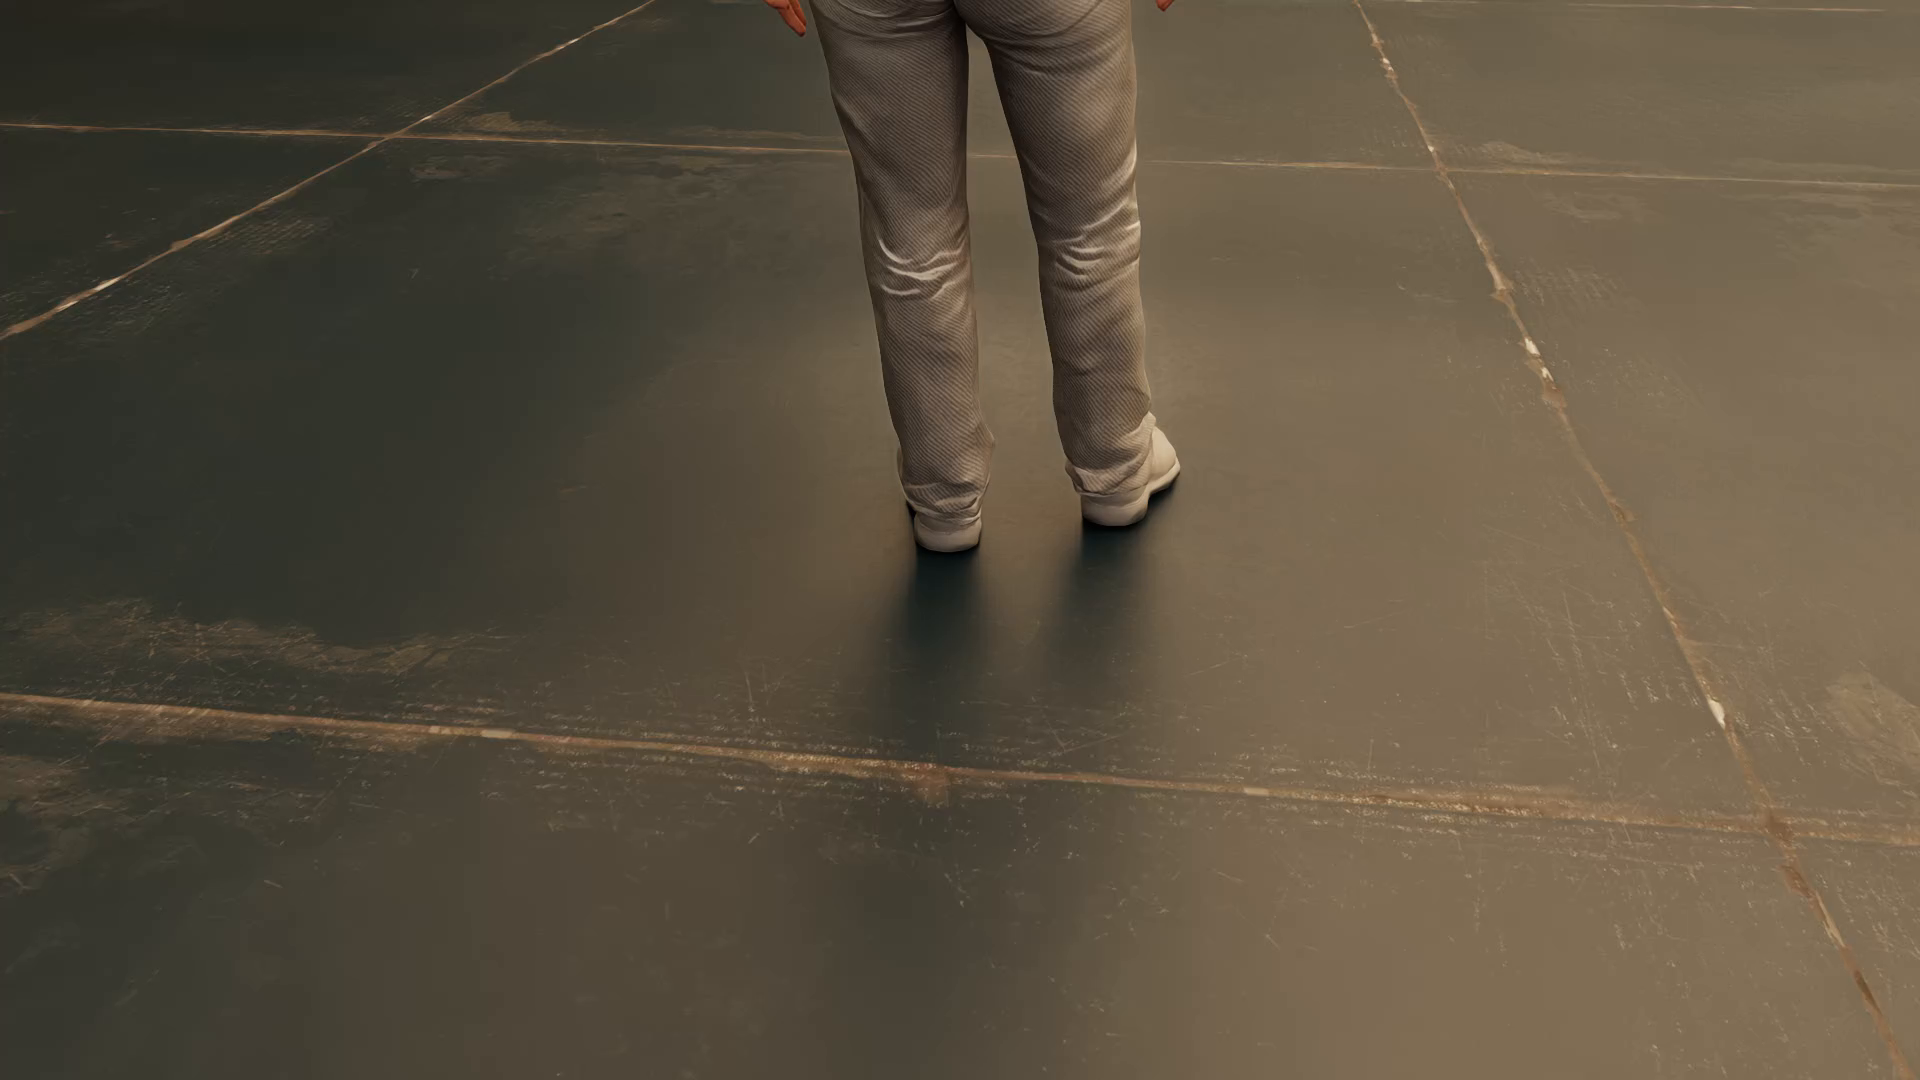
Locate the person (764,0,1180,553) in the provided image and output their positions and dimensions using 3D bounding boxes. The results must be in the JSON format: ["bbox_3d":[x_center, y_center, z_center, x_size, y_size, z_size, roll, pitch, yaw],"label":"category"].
[{"bbox_3d":[0.016,-0.826,2.157,0.634,1.770,0.566,3,27,7],"label":"person"}]
